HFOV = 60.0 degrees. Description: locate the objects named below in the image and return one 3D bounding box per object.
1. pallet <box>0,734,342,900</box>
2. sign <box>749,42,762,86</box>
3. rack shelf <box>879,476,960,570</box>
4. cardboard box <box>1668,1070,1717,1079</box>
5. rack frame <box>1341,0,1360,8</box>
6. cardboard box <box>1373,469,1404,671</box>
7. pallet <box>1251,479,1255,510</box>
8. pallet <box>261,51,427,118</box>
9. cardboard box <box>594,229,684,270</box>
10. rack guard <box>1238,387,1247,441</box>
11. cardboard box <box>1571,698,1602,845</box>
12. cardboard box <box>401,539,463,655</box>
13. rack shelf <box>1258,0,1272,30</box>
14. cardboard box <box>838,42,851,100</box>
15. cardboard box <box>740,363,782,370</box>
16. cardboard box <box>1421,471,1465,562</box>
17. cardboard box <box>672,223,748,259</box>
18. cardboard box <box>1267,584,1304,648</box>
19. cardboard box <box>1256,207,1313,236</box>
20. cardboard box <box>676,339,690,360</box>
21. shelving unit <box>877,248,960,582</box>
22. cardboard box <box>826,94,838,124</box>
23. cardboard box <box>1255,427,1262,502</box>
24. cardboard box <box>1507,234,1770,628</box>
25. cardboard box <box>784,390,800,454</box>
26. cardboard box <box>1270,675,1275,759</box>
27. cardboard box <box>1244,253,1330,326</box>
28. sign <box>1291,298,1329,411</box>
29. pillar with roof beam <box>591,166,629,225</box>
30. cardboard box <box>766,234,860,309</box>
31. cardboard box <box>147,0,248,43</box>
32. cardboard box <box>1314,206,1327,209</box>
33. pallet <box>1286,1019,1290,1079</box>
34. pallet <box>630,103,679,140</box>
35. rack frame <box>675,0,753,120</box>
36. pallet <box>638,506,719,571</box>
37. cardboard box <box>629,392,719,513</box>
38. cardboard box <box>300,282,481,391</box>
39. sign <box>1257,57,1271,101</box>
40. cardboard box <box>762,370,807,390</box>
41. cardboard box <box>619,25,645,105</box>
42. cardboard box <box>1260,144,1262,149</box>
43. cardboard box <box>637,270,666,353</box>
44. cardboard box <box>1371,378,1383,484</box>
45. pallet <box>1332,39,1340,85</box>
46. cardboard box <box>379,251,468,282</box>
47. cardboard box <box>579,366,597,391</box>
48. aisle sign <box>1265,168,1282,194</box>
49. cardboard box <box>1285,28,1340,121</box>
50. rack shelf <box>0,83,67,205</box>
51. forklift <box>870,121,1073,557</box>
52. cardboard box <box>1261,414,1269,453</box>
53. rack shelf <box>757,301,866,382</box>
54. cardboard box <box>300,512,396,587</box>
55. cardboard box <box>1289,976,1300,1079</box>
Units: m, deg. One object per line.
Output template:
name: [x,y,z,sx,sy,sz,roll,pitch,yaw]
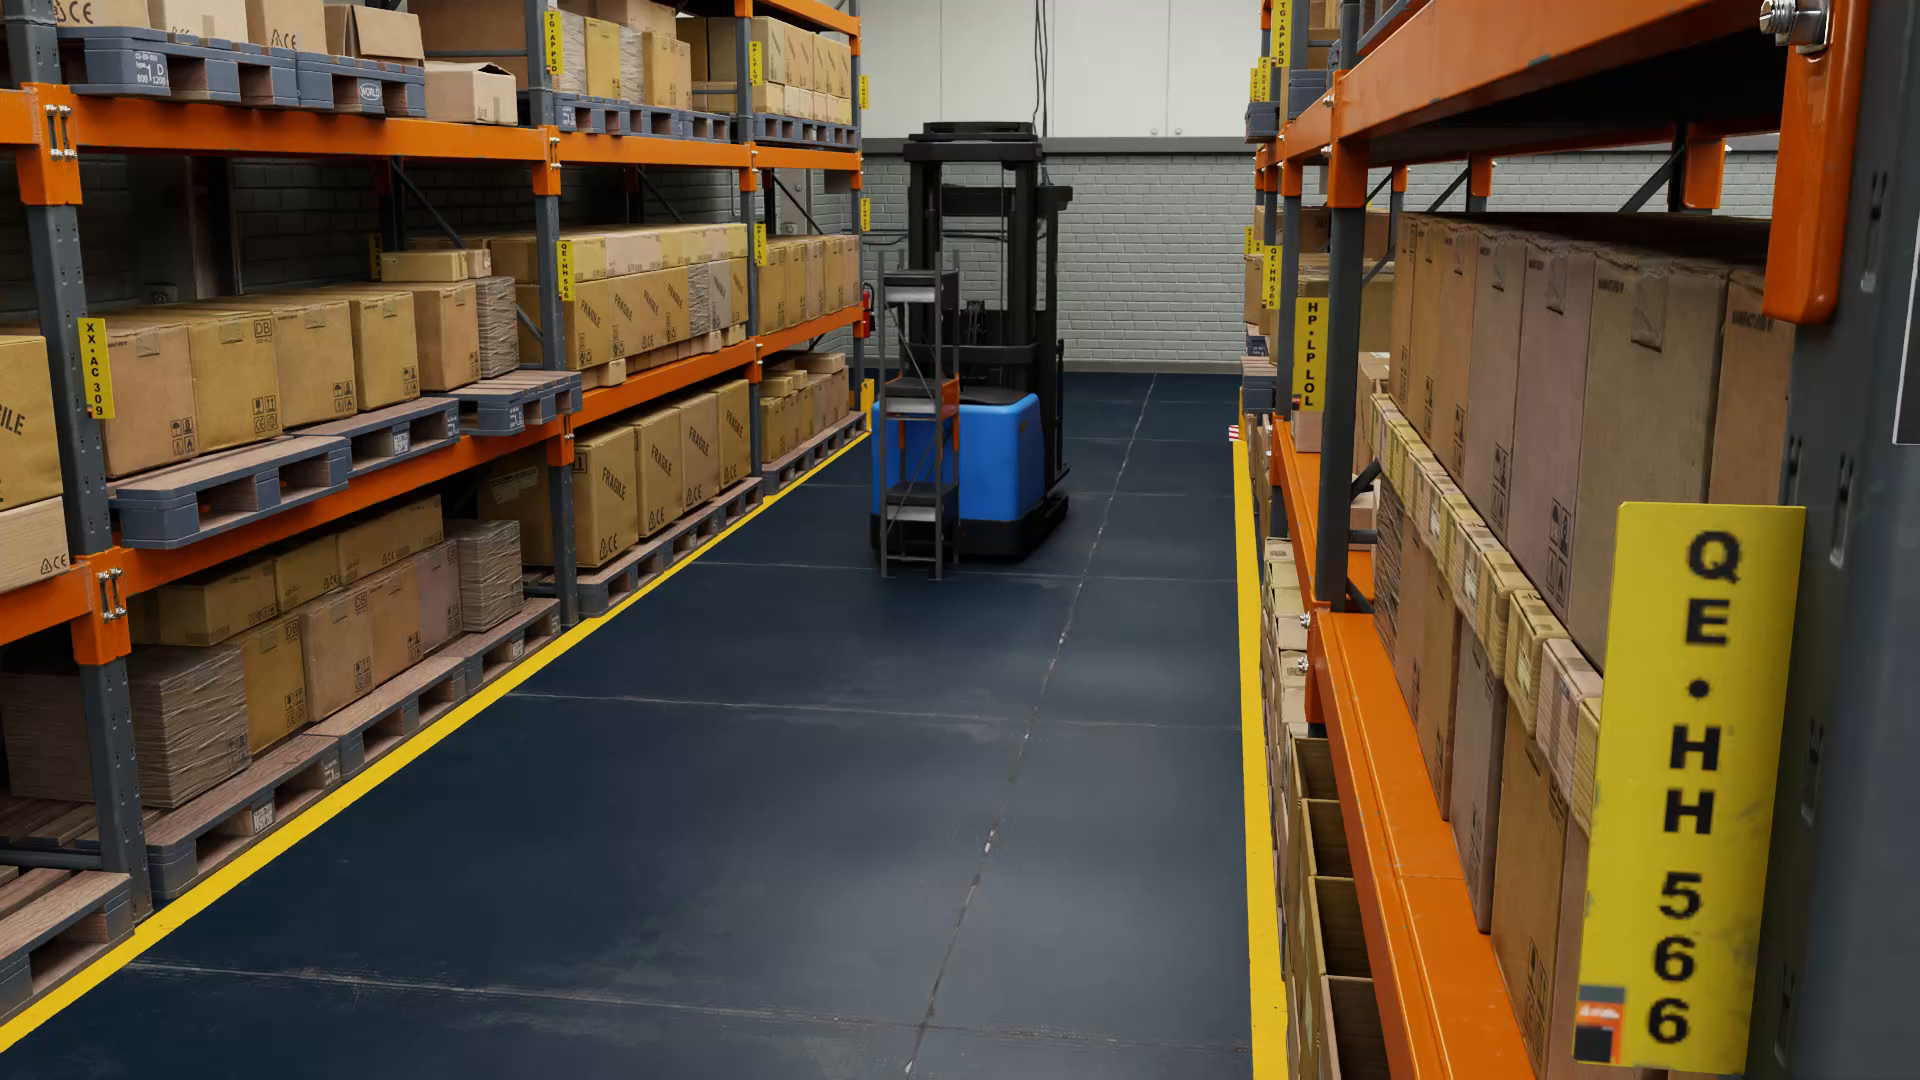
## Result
pallet: [-3.228,1.052,6.613,1.003,0.211,1.213,2,12,9]
sign: [-1.578,-3.672,12.819,0.100,0.325,0.005,2,12,9]
rack shelf: [-0.261,-0.119,10.950,0.431,0.518,0.480,3,12,13]
cardboard box: [1.018,0.697,1.401,0.700,0.500,0.500,2,12,9]
rack frame: [1.549,-2.922,4.194,1.000,3.000,0.127,2,12,9]
cardboard box: [1.487,0.054,4.386,0.700,0.500,0.500,2,12,7]
pallet: [2.886,-0.435,13.510,1.003,0.211,1.213,2,12,9]
pallet: [-2.990,-1.865,6.853,1.213,0.211,1.003,2,12,9]
cardboard box: [-2.179,-1.962,11.204,0.500,0.250,0.500,2,12,7]
rack guard: [3.383,-1.250,16.607,1.175,0.500,0.348,2,12,9]
cardboard box: [0.882,0.283,1.781,0.380,0.149,0.250,2,12,8]
cardboard box: [-2.985,0.280,8.464,0.700,0.500,0.500,2,12,9]
rack shelf: [3.087,-4.651,13.929,1.077,0.370,4.000,2,12,9]
cardboard box: [-1.344,-4.500,15.976,0.500,0.500,0.500,2,12,8]
cardboard box: [-1.881,-1.568,15.544,0.380,0.149,0.250,2,12,9]
cardboard box: [1.122,-0.038,3.271,0.380,0.149,0.250,2,12,7]
cardboard box: [-1.935,-2.280,12.682,0.500,0.250,0.500,2,12,10]
cardboard box: [1.640,0.357,7.413,0.500,0.311,0.500,2,12,7]
cardboard box: [2.911,-2.729,14.924,0.500,0.500,0.500,2,12,9]
cardboard box: [-2.127,-1.359,11.729,0.380,0.149,0.250,2,12,7]
shelving unit: [-0.261,-0.817,10.800,0.431,2.100,0.503,3,12,13]
cardboard box: [-1.430,-4.025,15.553,0.500,0.250,0.500,1,12,7]
cardboard box: [2.464,-0.555,12.340,0.500,0.500,0.500,1,12,6]
cardboard box: [1.179,-0.163,2.311,0.700,0.500,0.500,2,12,9]
cardboard box: [-1.819,-1.055,14.705,0.700,0.500,0.500,2,12,8]
cardboard box: [1.564,0.736,6.989,0.500,0.250,0.500,2,12,10]
cardboard box: [2.485,-1.818,12.075,0.700,0.500,0.500,-2,12,-10]
sign: [1.011,-0.533,4.785,0.100,0.325,0.005,2,12,9]
pillar with roof beam: [1.391,-4.782,12.821,9.100,9.000,0.400,2,12,9]
cardboard box: [-1.569,-2.688,16.633,0.980,0.700,0.700,2,12,11]
cardboard box: [-3.089,-2.017,6.327,0.500,0.311,0.500,2,12,10]
cardboard box: [3.521,-2.819,15.342,0.500,0.500,0.500,2,12,10]
pallet: [1.385,1.537,4.358,1.003,0.211,1.213,2,12,9]
pallet: [-2.516,-2.725,10.845,1.003,0.211,1.213,2,12,11]
rack frame: [-2.116,-4.748,12.663,1.000,3.000,0.127,2,12,9]
pallet: [-2.346,-0.034,11.650,1.003,0.211,1.213,2,12,9]
cardboard box: [-2.221,-0.645,11.970,0.750,0.750,0.750,2,12,10]
cardboard box: [-2.853,-1.031,8.375,0.700,0.500,0.500,1,12,3]
sign: [2.242,-3.390,12.257,0.100,0.325,0.005,2,12,9]
cardboard box: [-1.587,-1.442,14.960,0.380,0.149,0.250,2,12,7]
cardboard box: [-2.522,-3.145,11.067,0.700,0.500,0.500,2,12,9]
cardboard box: [2.829,-3.470,14.211,0.500,0.250,0.500,2,12,9]
cardboard box: [-2.237,-1.491,10.801,0.500,0.500,0.500,2,12,8]
cardboard box: [1.764,-0.308,6.064,0.500,0.500,0.500,3,12,13]
pallet: [1.672,-1.547,5.384,0.805,0.209,1.217,1,12,6]
cardboard box: [-2.790,-1.423,8.655,0.380,0.149,0.250,0,12,-1]
cardboard box: [-2.404,-0.982,9.980,0.380,0.149,0.250,2,12,9]
aisle sign: [3.115,-3.782,16.253,0.394,0.787,0.004,2,12,9]
cardboard box: [2.198,-2.430,8.790,0.910,0.500,0.500,2,12,9]
rack shelf: [-3.654,-0.848,3.395,1.077,0.370,4.000,2,12,9]
forklift: [0.220,-1.585,12.389,1.130,2.935,3.031,3,12,13]
cardboard box: [2.310,-0.714,11.295,0.500,0.250,0.500,2,12,9]
rack shelf: [-1.808,-1.880,15.302,1.077,0.370,4.000,2,12,9]
cardboard box: [-3.014,0.034,7.827,0.500,0.250,0.500,2,12,8]
cardboard box: [1.096,1.340,4.187,0.500,0.250,0.500,2,12,9]
